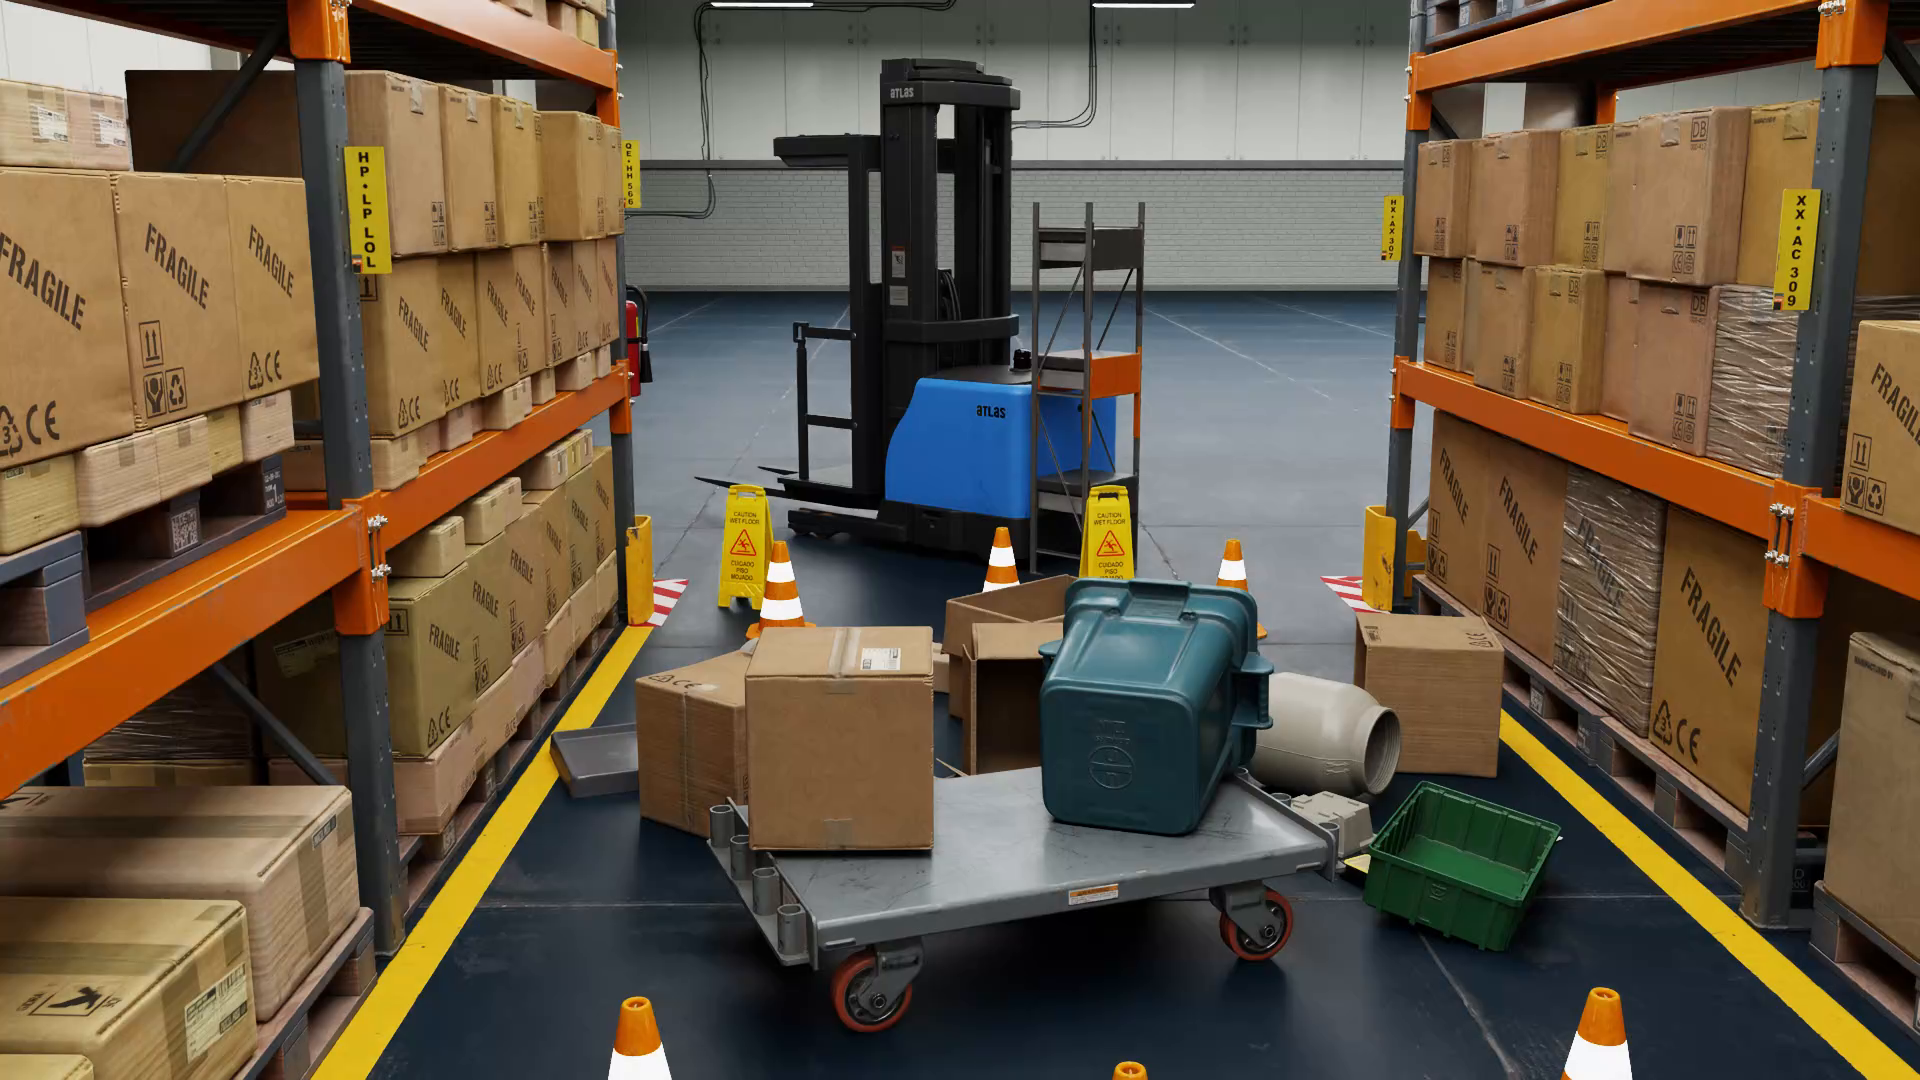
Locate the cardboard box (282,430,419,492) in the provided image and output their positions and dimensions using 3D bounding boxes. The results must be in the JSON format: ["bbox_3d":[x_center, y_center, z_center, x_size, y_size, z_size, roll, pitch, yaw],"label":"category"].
[{"bbox_3d":[-1.791,-0.233,4.796,0.380,0.149,0.250,0,11,-1],"label":"cardboard box"}]

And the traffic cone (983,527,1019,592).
[{"bbox_3d":[0.214,0.164,8.587,0.336,0.463,0.334,0,11,-1],"label":"traffic cone"}]

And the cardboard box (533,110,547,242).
[{"bbox_3d":[-1.971,-1.370,6.254,0.700,0.500,0.500,0,11,-2],"label":"cardboard box"}]

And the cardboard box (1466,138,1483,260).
[{"bbox_3d":[2.832,-1.548,7.550,0.875,0.550,0.550,0,11,-1],"label":"cardboard box"}]

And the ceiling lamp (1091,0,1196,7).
[{"bbox_3d":[3.560,-11.970,32.248,2.000,3.185,0.800,0,11,-1],"label":"ceiling lamp"}]

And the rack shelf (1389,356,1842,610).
[{"bbox_3d":[2.801,-0.378,6.686,1.077,0.370,4.000,0,11,-1],"label":"rack shelf"}]

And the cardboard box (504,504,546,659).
[{"bbox_3d":[-1.879,0.154,6.228,0.500,0.500,0.500,0,11,2],"label":"cardboard box"}]

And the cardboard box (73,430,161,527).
[{"bbox_3d":[-1.780,-0.120,3.180,0.380,0.149,0.250,0,11,-1],"label":"cardboard box"}]

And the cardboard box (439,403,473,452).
[{"bbox_3d":[-1.854,-0.385,5.545,0.380,0.149,0.250,0,11,1],"label":"cardboard box"}]

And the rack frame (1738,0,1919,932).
[{"bbox_3d":[2.842,-0.333,4.655,1.000,3.000,0.127,0,11,-1],"label":"rack frame"}]

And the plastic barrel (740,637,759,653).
[{"bbox_3d":[-0.631,0.580,6.638,0.512,0.421,0.421,9,15,38],"label":"plastic barrel"}]

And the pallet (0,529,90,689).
[{"bbox_3d":[-2.104,0.204,2.494,1.003,0.211,1.213,0,11,-1],"label":"pallet"}]

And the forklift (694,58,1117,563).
[{"bbox_3d":[-0.481,-1.516,10.660,3.031,2.935,1.130,9,15,39],"label":"forklift"}]

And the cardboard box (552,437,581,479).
[{"bbox_3d":[-1.833,-0.350,7.083,0.380,0.149,0.250,0,11,0],"label":"cardboard box"}]

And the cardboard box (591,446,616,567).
[{"bbox_3d":[-1.910,-0.155,7.752,0.500,0.500,0.500,0,11,-1],"label":"cardboard box"}]

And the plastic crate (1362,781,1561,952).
[{"bbox_3d":[1.529,0.988,5.072,0.450,0.188,0.662,17,18,26],"label":"plastic crate"}]

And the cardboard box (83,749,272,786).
[{"bbox_3d":[-2.386,0.733,5.261,0.500,0.250,0.500,0,11,1],"label":"cardboard box"}]

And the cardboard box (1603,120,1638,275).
[{"bbox_3d":[2.868,-1.226,5.963,0.875,0.550,0.550,0,11,-1],"label":"cardboard box"}]

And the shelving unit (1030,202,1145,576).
[{"bbox_3d":[0.718,-0.845,9.439,0.431,2.100,0.503,10,15,40],"label":"shelving unit"}]

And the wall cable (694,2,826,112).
[{"bbox_3d":[-4.691,-11.383,39.143,3.097,2.526,0.112,0,11,-1],"label":"wall cable"}]

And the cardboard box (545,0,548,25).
[{"bbox_3d":[-1.952,-2.212,7.004,0.380,0.149,0.250,0,11,-1],"label":"cardboard box"}]

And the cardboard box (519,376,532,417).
[{"bbox_3d":[-1.841,-0.537,6.295,0.380,0.149,0.250,0,11,-1],"label":"cardboard box"}]

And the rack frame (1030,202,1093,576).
[{"bbox_3d":[0.559,-0.808,9.258,0.400,2.100,0.015,10,15,40],"label":"rack frame"}]

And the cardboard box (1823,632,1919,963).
[{"bbox_3d":[2.945,0.687,4.230,1.050,0.750,0.750,0,11,-1],"label":"cardboard box"}]

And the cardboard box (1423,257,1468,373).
[{"bbox_3d":[2.812,-1.128,8.196,0.875,0.550,0.550,0,11,-1],"label":"cardboard box"}]

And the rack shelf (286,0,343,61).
[{"bbox_3d":[-2.063,-1.012,2.269,1.077,0.370,4.000,0,11,-1],"label":"rack shelf"}]

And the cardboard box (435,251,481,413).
[{"bbox_3d":[-1.869,-0.675,5.344,0.500,0.500,0.500,0,11,-1],"label":"cardboard box"}]

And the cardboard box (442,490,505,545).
[{"bbox_3d":[-1.802,-0.082,5.759,0.380,0.149,0.250,0,11,1],"label":"cardboard box"}]

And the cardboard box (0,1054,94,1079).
[{"bbox_3d":[-2.057,1.175,2.775,0.950,0.372,0.625,0,11,1],"label":"cardboard box"}]

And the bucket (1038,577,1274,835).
[{"bbox_3d":[0.534,0.509,4.916,0.726,0.611,0.620,4,22,18],"label":"bucket"}]

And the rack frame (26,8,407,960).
[{"bbox_3d":[-2.105,-0.292,4.455,1.000,3.000,0.127,0,11,-1],"label":"rack frame"}]

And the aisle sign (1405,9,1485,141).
[{"bbox_3d":[2.458,-2.415,8.379,0.394,0.787,0.004,0,11,-1],"label":"aisle sign"}]

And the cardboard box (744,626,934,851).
[{"bbox_3d":[-0.326,0.548,4.694,0.500,0.500,0.500,0,11,-1],"label":"cardboard box"}]

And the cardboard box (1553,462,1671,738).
[{"bbox_3d":[2.877,0.198,6.325,0.875,0.875,0.875,0,11,-1],"label":"cardboard box"}]

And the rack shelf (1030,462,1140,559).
[{"bbox_3d":[0.719,-0.146,9.582,0.431,0.518,0.480,10,15,40],"label":"rack shelf"}]

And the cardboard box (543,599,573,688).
[{"bbox_3d":[-1.883,0.421,6.799,0.500,0.250,0.500,-1,11,-3],"label":"cardboard box"}]

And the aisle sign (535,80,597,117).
[{"bbox_3d":[-1.899,-2.375,8.183,0.394,0.787,0.004,0,11,-1],"label":"aisle sign"}]

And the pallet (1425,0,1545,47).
[{"bbox_3d":[2.785,-2.407,7.558,1.003,0.211,1.213,0,11,-1],"label":"pallet"}]

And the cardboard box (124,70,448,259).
[{"bbox_3d":[-1.897,-1.065,4.752,0.700,0.500,0.500,0,11,-2],"label":"cardboard box"}]

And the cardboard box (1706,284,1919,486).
[{"bbox_3d":[2.823,-0.479,5.001,0.875,0.550,0.550,0,11,-1],"label":"cardboard box"}]

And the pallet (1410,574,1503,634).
[{"bbox_3d":[2.854,0.397,8.069,1.003,0.211,1.213,0,11,-1],"label":"pallet"}]

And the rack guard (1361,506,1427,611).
[{"bbox_3d":[2.759,0.092,8.846,1.175,0.500,0.348,0,11,-1],"label":"rack guard"}]

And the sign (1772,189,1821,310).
[{"bbox_3d":[2.287,-0.793,4.548,0.100,0.325,0.005,0,11,-1],"label":"sign"}]

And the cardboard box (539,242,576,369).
[{"bbox_3d":[-1.888,-0.976,6.828,0.500,0.500,0.500,0,11,-1],"label":"cardboard box"}]

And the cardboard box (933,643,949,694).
[{"bbox_3d":[-0.141,0.562,7.416,0.380,0.149,0.250,6,13,28],"label":"cardboard box"}]

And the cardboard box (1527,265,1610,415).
[{"bbox_3d":[2.784,-0.801,6.588,0.875,0.550,0.500,0,11,-1],"label":"cardboard box"}]

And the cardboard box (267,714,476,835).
[{"bbox_3d":[-1.847,0.731,5.271,0.500,0.250,0.500,-1,11,-4],"label":"cardboard box"}]

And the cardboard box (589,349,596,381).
[{"bbox_3d":[-1.866,-0.790,7.540,0.380,0.149,0.250,0,11,-2],"label":"cardboard box"}]

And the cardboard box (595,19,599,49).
[{"bbox_3d":[-1.900,-2.365,7.758,0.380,0.149,0.250,0,11,-1],"label":"cardboard box"}]

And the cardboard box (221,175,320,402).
[{"bbox_3d":[-1.866,-0.602,3.926,0.500,0.500,0.500,0,11,-2],"label":"cardboard box"}]

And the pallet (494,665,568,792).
[{"bbox_3d":[-2.182,0.698,6.588,1.003,0.211,1.213,0,11,-1],"label":"pallet"}]

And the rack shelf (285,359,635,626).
[{"bbox_3d":[-2.146,-0.337,6.487,1.077,0.370,4.000,0,11,-1],"label":"rack shelf"}]

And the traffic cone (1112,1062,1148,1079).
[{"bbox_3d":[0.326,1.245,3.257,0.336,0.463,0.334,0,11,-1],"label":"traffic cone"}]

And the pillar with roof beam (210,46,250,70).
[{"bbox_3d":[-3.981,-6.267,18.819,9.100,9.000,0.400,0,11,-1],"label":"pillar with roof beam"}]

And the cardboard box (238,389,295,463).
[{"bbox_3d":[-1.818,-0.274,3.940,0.380,0.149,0.250,0,11,0],"label":"cardboard box"}]
